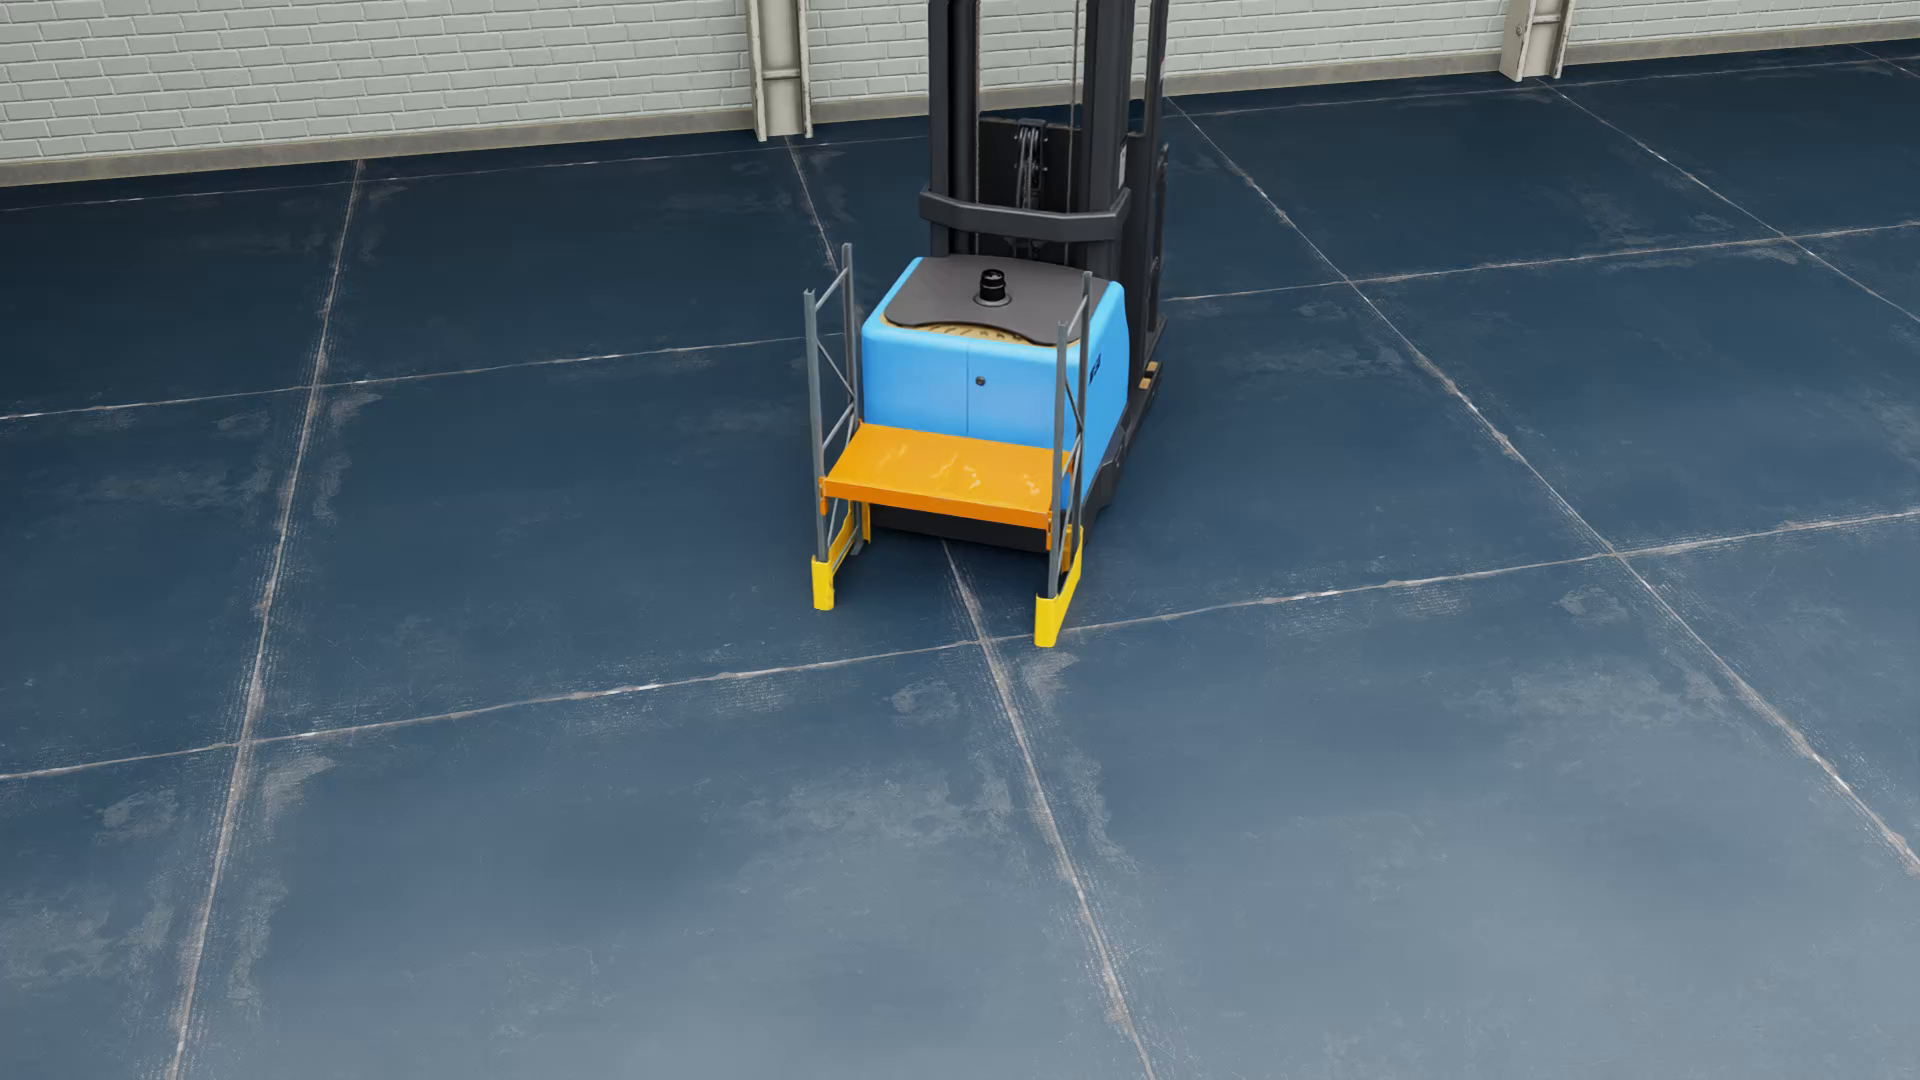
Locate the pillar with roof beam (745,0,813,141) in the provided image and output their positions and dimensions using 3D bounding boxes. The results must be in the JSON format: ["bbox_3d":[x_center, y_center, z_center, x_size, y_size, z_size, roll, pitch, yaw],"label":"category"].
[{"bbox_3d":[-0.350,-4.395,6.224,0.400,9.000,9.100,-7,35,-11],"label":"pillar with roof beam"}]

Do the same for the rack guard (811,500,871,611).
[{"bbox_3d":[-0.528,0.047,7.456,0.087,0.250,0.587,9,35,13],"label":"rack guard"}]

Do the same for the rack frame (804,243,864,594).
[{"bbox_3d":[-0.530,-0.472,7.108,0.032,1.500,0.500,9,35,13],"label":"rack frame"}]

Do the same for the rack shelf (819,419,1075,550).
[{"bbox_3d":[-0.040,-0.247,7.095,1.000,0.185,0.538,9,35,13],"label":"rack shelf"}]

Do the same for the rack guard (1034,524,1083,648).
[{"bbox_3d":[0.431,0.196,7.234,0.087,0.250,0.587,9,35,13],"label":"rack guard"}]

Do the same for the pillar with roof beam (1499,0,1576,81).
[{"bbox_3d":[5.503,-5.133,7.323,0.400,9.000,9.100,-7,35,-11],"label":"pillar with roof beam"}]

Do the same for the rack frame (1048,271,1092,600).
[{"bbox_3d":[0.450,-0.320,6.881,0.032,1.500,0.500,9,35,13],"label":"rack frame"}]

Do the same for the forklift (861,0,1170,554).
[{"bbox_3d":[0.462,-1.962,8.044,1.130,2.935,3.031,9,35,14],"label":"forklift"}]

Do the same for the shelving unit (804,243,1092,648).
[{"bbox_3d":[-0.049,-0.398,6.997,1.083,1.500,0.587,9,35,13],"label":"shelving unit"}]
